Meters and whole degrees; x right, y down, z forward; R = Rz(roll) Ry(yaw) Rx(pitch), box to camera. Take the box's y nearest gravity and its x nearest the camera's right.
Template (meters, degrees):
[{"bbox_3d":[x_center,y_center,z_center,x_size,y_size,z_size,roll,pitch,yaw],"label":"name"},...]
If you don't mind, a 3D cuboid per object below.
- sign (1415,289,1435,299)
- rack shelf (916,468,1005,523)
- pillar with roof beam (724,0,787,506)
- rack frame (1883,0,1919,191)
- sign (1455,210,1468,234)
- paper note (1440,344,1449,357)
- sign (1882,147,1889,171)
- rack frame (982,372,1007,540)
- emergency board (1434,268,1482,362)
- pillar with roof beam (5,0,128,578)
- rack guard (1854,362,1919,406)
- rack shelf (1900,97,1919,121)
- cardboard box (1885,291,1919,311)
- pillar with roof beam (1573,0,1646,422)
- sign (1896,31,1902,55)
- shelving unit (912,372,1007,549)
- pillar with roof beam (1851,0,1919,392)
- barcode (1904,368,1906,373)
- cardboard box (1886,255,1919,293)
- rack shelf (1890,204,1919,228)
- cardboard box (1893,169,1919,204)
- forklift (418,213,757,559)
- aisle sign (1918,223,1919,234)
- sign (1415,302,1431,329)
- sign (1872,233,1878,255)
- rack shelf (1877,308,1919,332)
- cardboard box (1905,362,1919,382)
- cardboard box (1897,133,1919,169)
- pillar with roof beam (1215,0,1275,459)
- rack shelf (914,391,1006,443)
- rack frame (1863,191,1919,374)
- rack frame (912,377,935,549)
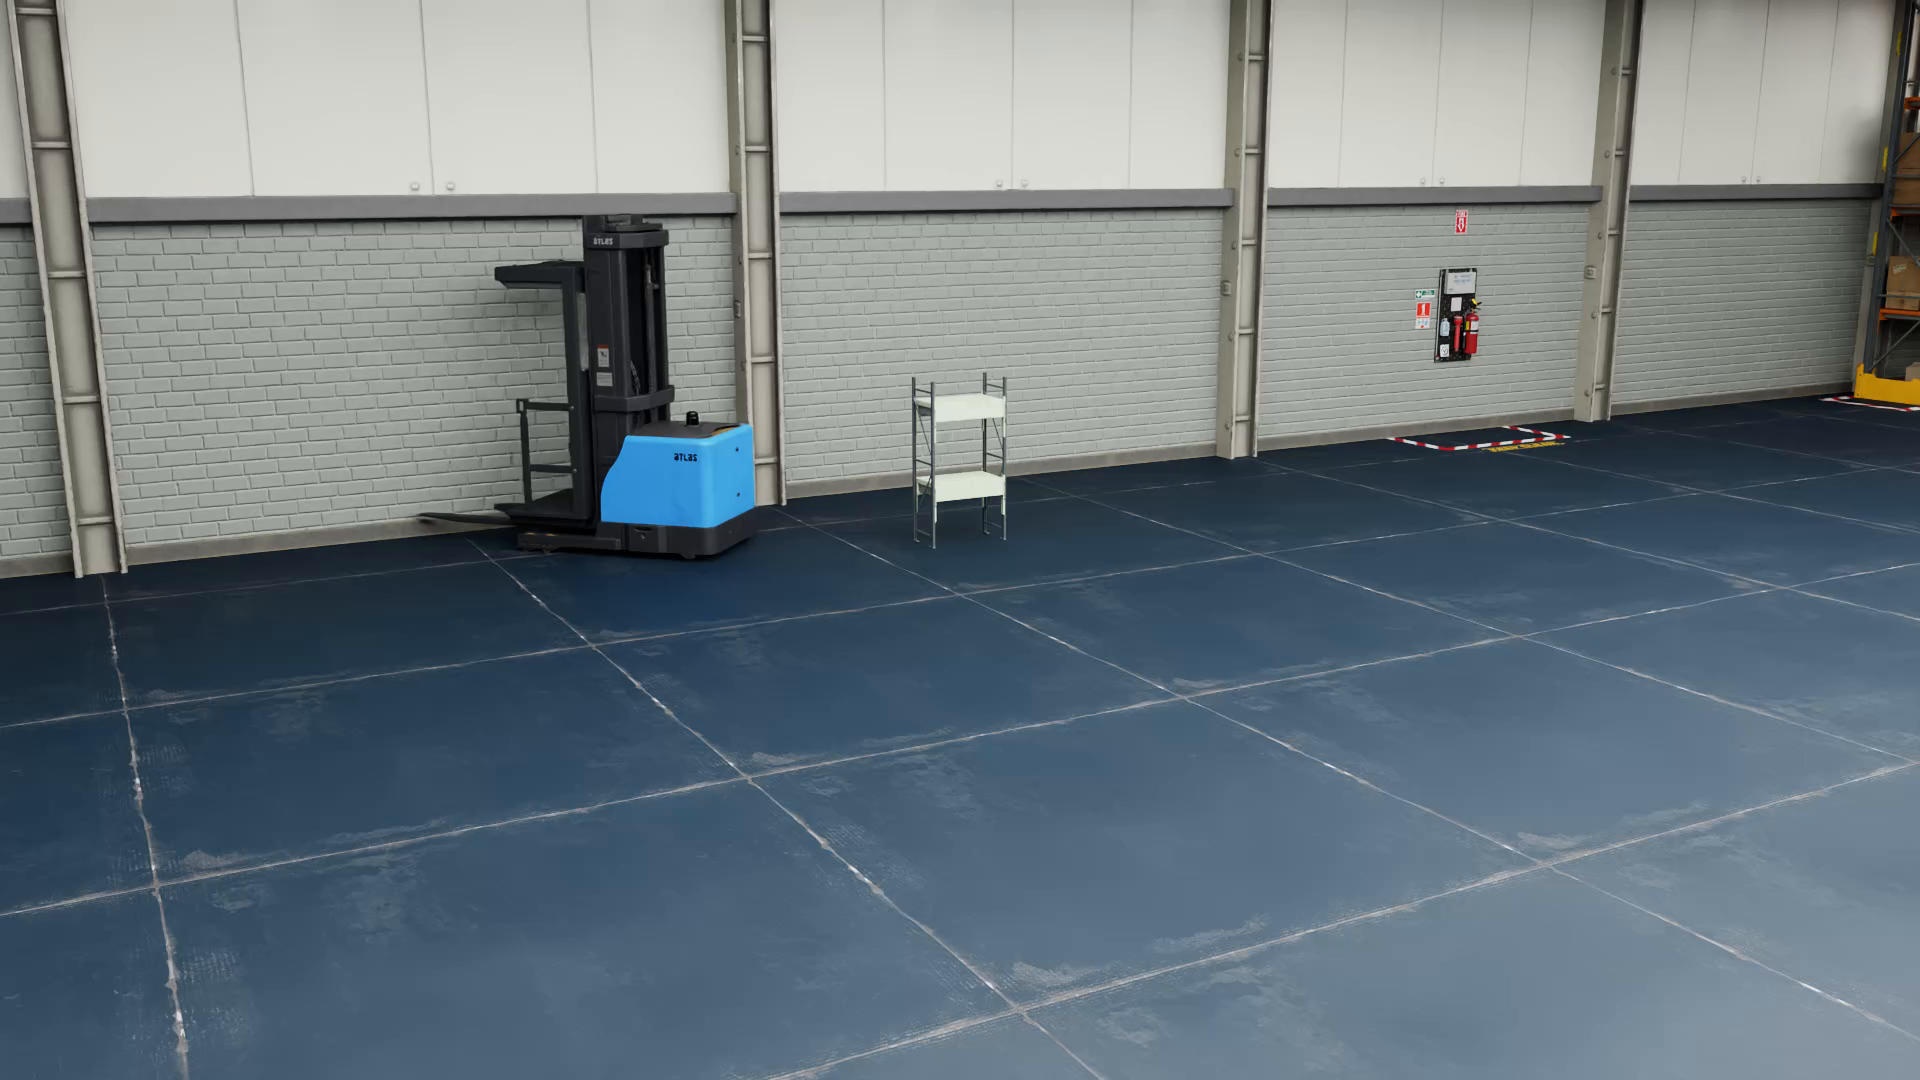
[{"bbox_3d":[5.818,-3.075,20.795,0.331,0.109,0.001,-7,14,-28],"label":"sign"},{"bbox_3d":[-0.006,-0.413,15.154,0.720,0.370,0.431,-7,14,-28],"label":"rack shelf"},{"bbox_3d":[0.062,-3.926,12.201,0.400,9.000,9.100,-7,14,-28],"label":"pillar with roof beam"},{"bbox_3d":[13.598,-6.409,23.233,0.127,3.000,1.000,-7,14,-28],"label":"rack frame"},{"bbox_3d":[6.290,-3.988,20.860,0.199,0.298,0.001,-7,14,-28],"label":"sign"},{"bbox_3d":[6.156,-2.404,21.106,0.142,0.148,0.016,-7,14,-28],"label":"paper note"},{"bbox_3d":[13.350,-5.487,23.950,0.005,0.325,0.100,-7,14,-28],"label":"sign"},{"bbox_3d":[0.315,-0.769,15.253,0.023,1.500,0.400,-7,14,-28],"label":"rack frame"},{"bbox_3d":[6.344,-2.839,21.033,0.643,1.169,0.194,-7,14,-28],"label":"emergency board"},{"bbox_3d":[-5.205,-3.295,9.396,0.400,9.000,9.100,-7,14,-28],"label":"pillar with roof beam"},{"bbox_3d":[13.665,-2.271,24.202,0.348,0.500,1.175,-7,14,-28],"label":"rack guard"},{"bbox_3d":[15.354,-6.267,24.248,4.000,0.370,1.077,-7,14,-28],"label":"rack shelf"},{"bbox_3d":[13.916,-3.506,24.291,0.500,0.250,0.500,-7,14,-27],"label":"cardboard box"},{"bbox_3d":[10.594,-5.189,17.810,0.400,9.000,9.100,-7,14,-28],"label":"pillar with roof beam"},{"bbox_3d":[13.350,-7.051,23.598,0.005,0.325,0.100,-7,14,-28],"label":"sign"},{"bbox_3d":[-0.006,-0.731,15.082,0.755,1.500,0.431,-7,14,-28],"label":"shelving unit"},{"bbox_3d":[15.861,-5.820,20.615,0.400,9.000,9.100,-7,14,-28],"label":"pillar with roof beam"},{"bbox_3d":[14.073,-2.524,24.735,0.075,0.075,0.001,-7,14,-28],"label":"barcode"},{"bbox_3d":[13.910,-3.875,24.226,0.500,0.500,0.500,-7,14,-28],"label":"cardboard box"},{"bbox_3d":[15.354,-4.805,24.577,4.000,0.370,1.077,-7,14,-28],"label":"rack shelf"},{"bbox_3d":[13.843,-5.097,23.961,0.500,0.500,0.500,-6,14,-24],"label":"cardboard box"},{"bbox_3d":[-3.434,-1.425,14.907,3.031,2.935,1.130,4,13,16],"label":"forklift"},{"bbox_3d":[13.679,-4.685,23.316,0.004,0.787,0.394,-7,14,-28],"label":"aisle sign"},{"bbox_3d":[5.810,-2.818,20.859,0.234,0.329,0.001,-7,14,-28],"label":"sign"},{"bbox_3d":[13.350,-4.311,24.215,0.005,0.325,0.100,-7,14,-28],"label":"sign"},{"bbox_3d":[15.354,-3.342,24.906,4.000,0.370,1.077,-7,14,-28],"label":"rack shelf"},{"bbox_3d":[14.249,-2.441,24.385,0.500,0.311,0.500,-9,15,-34],"label":"cardboard box"},{"bbox_3d":[13.851,-5.588,23.865,0.500,0.500,0.500,-6,14,-25],"label":"cardboard box"},{"bbox_3d":[5.328,-4.557,15.005,0.400,9.000,9.100,-7,14,-28],"label":"pillar with roof beam"},{"bbox_3d":[-0.006,-1.112,14.996,0.720,0.370,0.431,-7,14,-28],"label":"rack shelf"},{"bbox_3d":[13.598,-3.482,23.892,0.127,3.000,1.000,-7,14,-28],"label":"rack frame"},{"bbox_3d":[-0.327,-0.692,14.911,0.023,1.500,0.400,-7,14,-28],"label":"rack frame"}]
